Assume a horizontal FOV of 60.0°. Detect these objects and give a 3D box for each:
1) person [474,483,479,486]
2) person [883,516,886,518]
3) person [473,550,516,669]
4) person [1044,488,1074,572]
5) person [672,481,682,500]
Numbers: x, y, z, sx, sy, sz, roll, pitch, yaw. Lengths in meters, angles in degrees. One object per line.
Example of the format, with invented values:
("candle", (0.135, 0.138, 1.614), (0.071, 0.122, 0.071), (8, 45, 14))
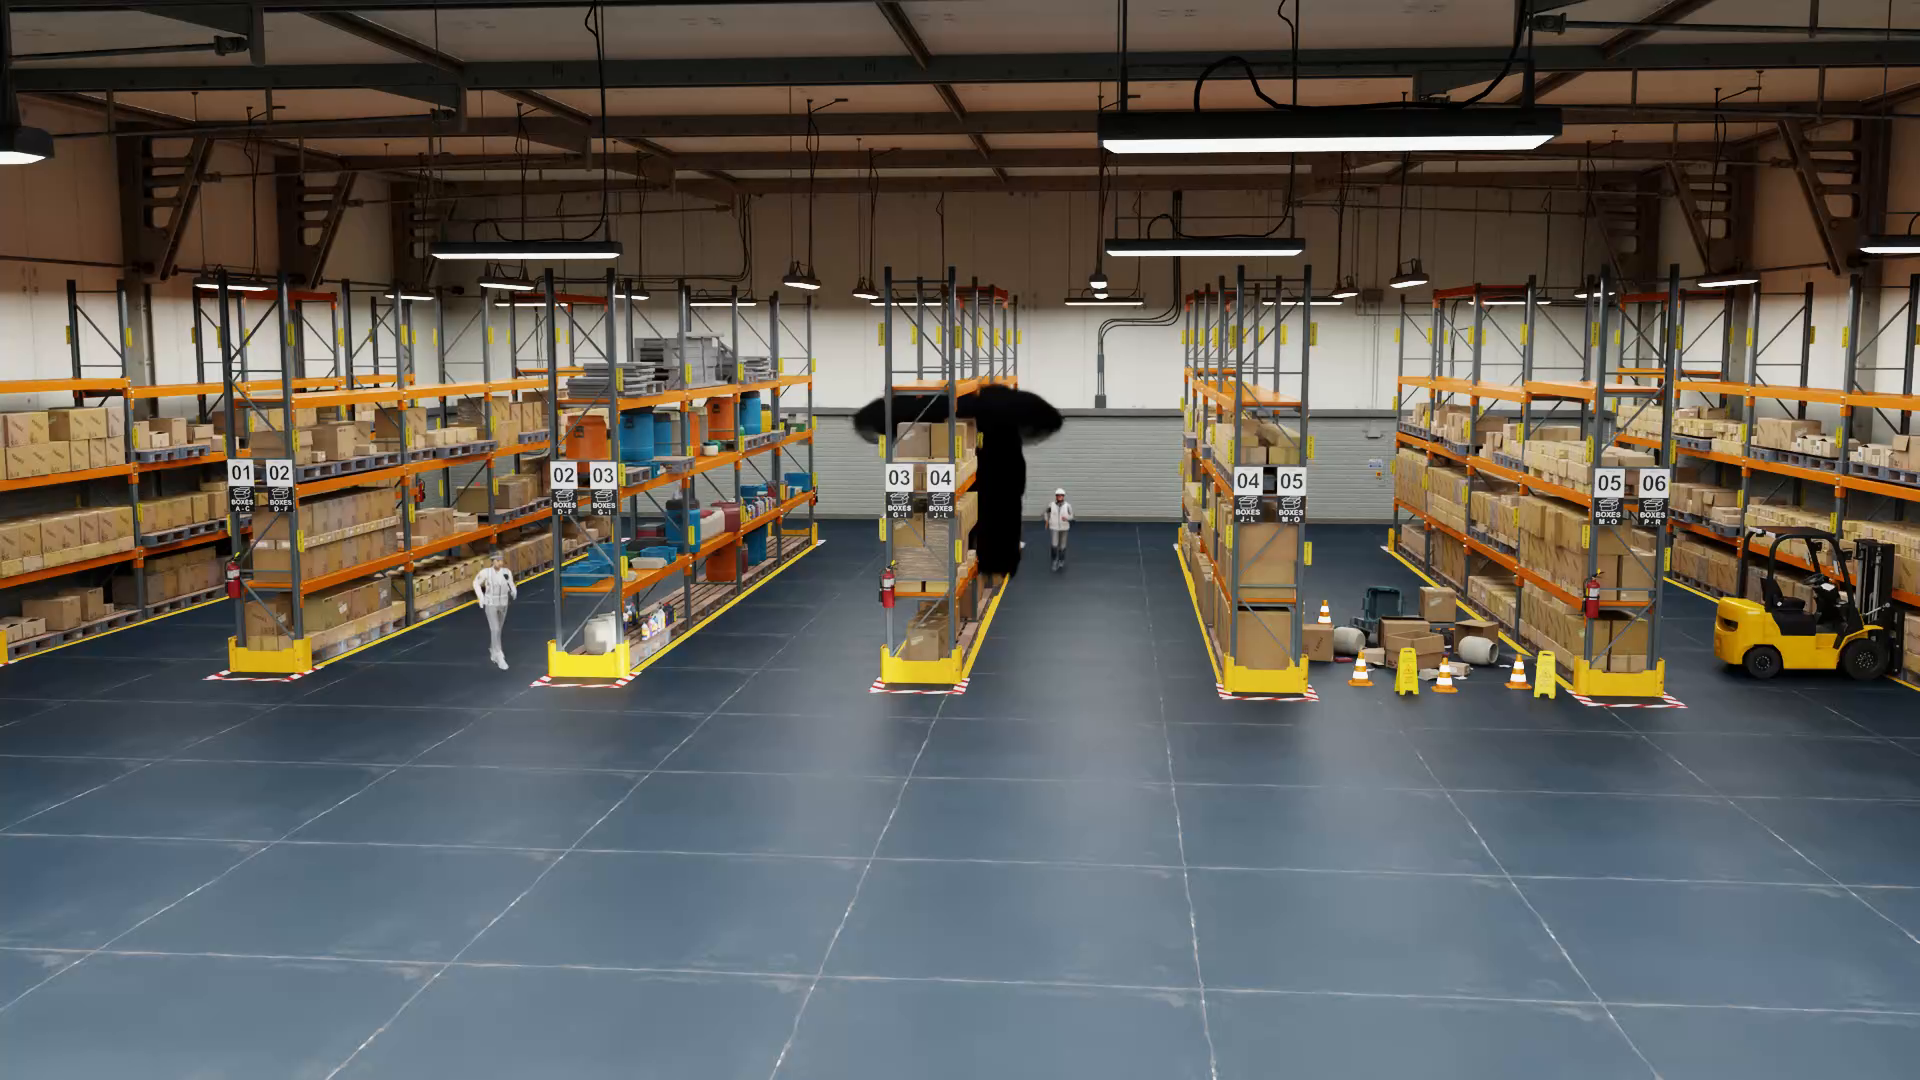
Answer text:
("person", (-11.086, -0.507, 38.609), (0.681, 1.671, 0.769), (-1, 7, -5))
("person", (-1.322, 0.091, 34.407), (0.677, 1.371, 0.940), (-1, 7, -9))
("person", (-6.756, 0.978, 24.230), (0.583, 1.700, 0.866), (-5, 9, -36))
("person", (2.126, -0.206, 35.712), (0.629, 1.800, 0.726), (0, 7, -2))
("person", (-6.515, -0.555, 39.182), (0.606, 1.684, 0.706), (1, 7, 4))
